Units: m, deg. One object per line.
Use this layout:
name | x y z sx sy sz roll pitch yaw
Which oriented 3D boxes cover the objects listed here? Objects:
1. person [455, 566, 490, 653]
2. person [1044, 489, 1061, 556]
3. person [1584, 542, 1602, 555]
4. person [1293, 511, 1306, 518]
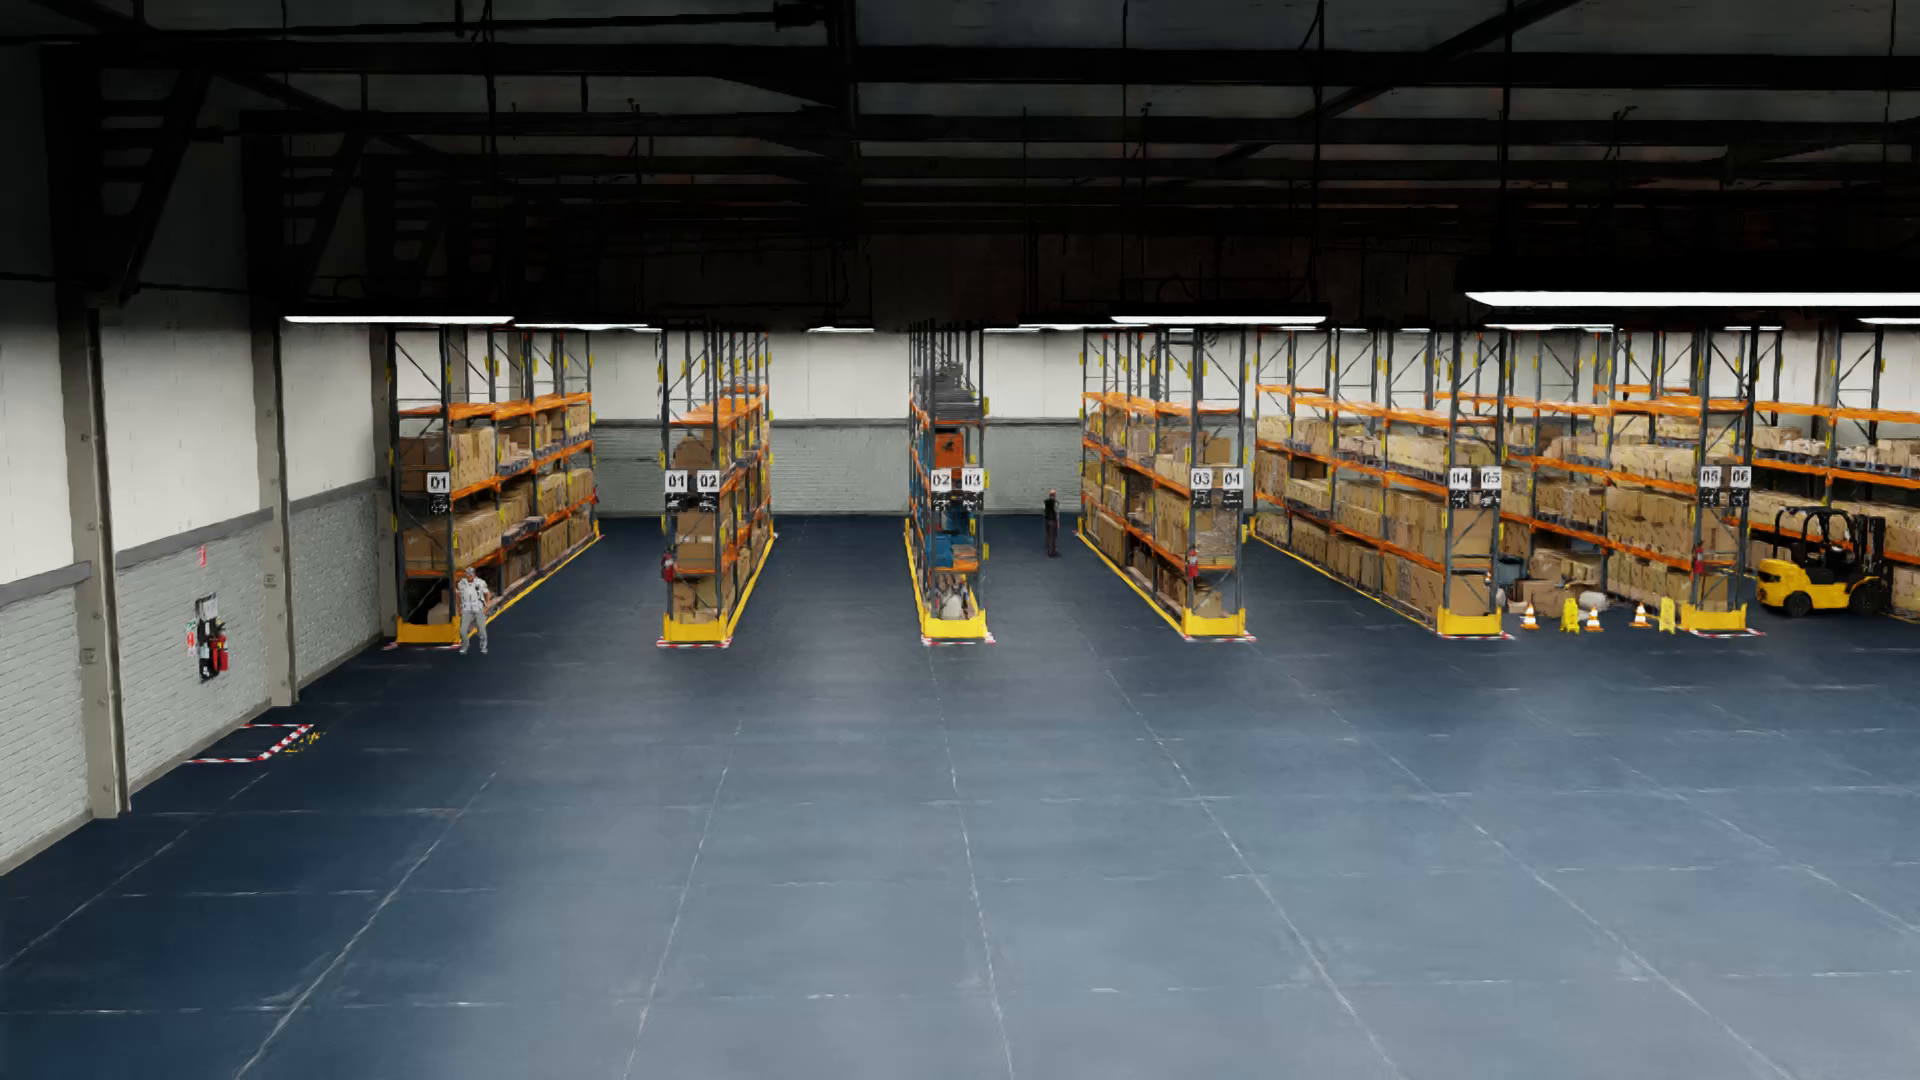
person | -8.758 1.249 29.883 0.625 1.611 0.582 -1 7 -4
person | 2.427 -0.466 43.090 0.449 1.727 0.584 -4 8 -32
person | 16.585 -0.466 43.329 0.538 1.665 0.573 3 8 26
person | 10.213 -1.360 50.136 0.526 1.770 0.753 -4 8 -32
